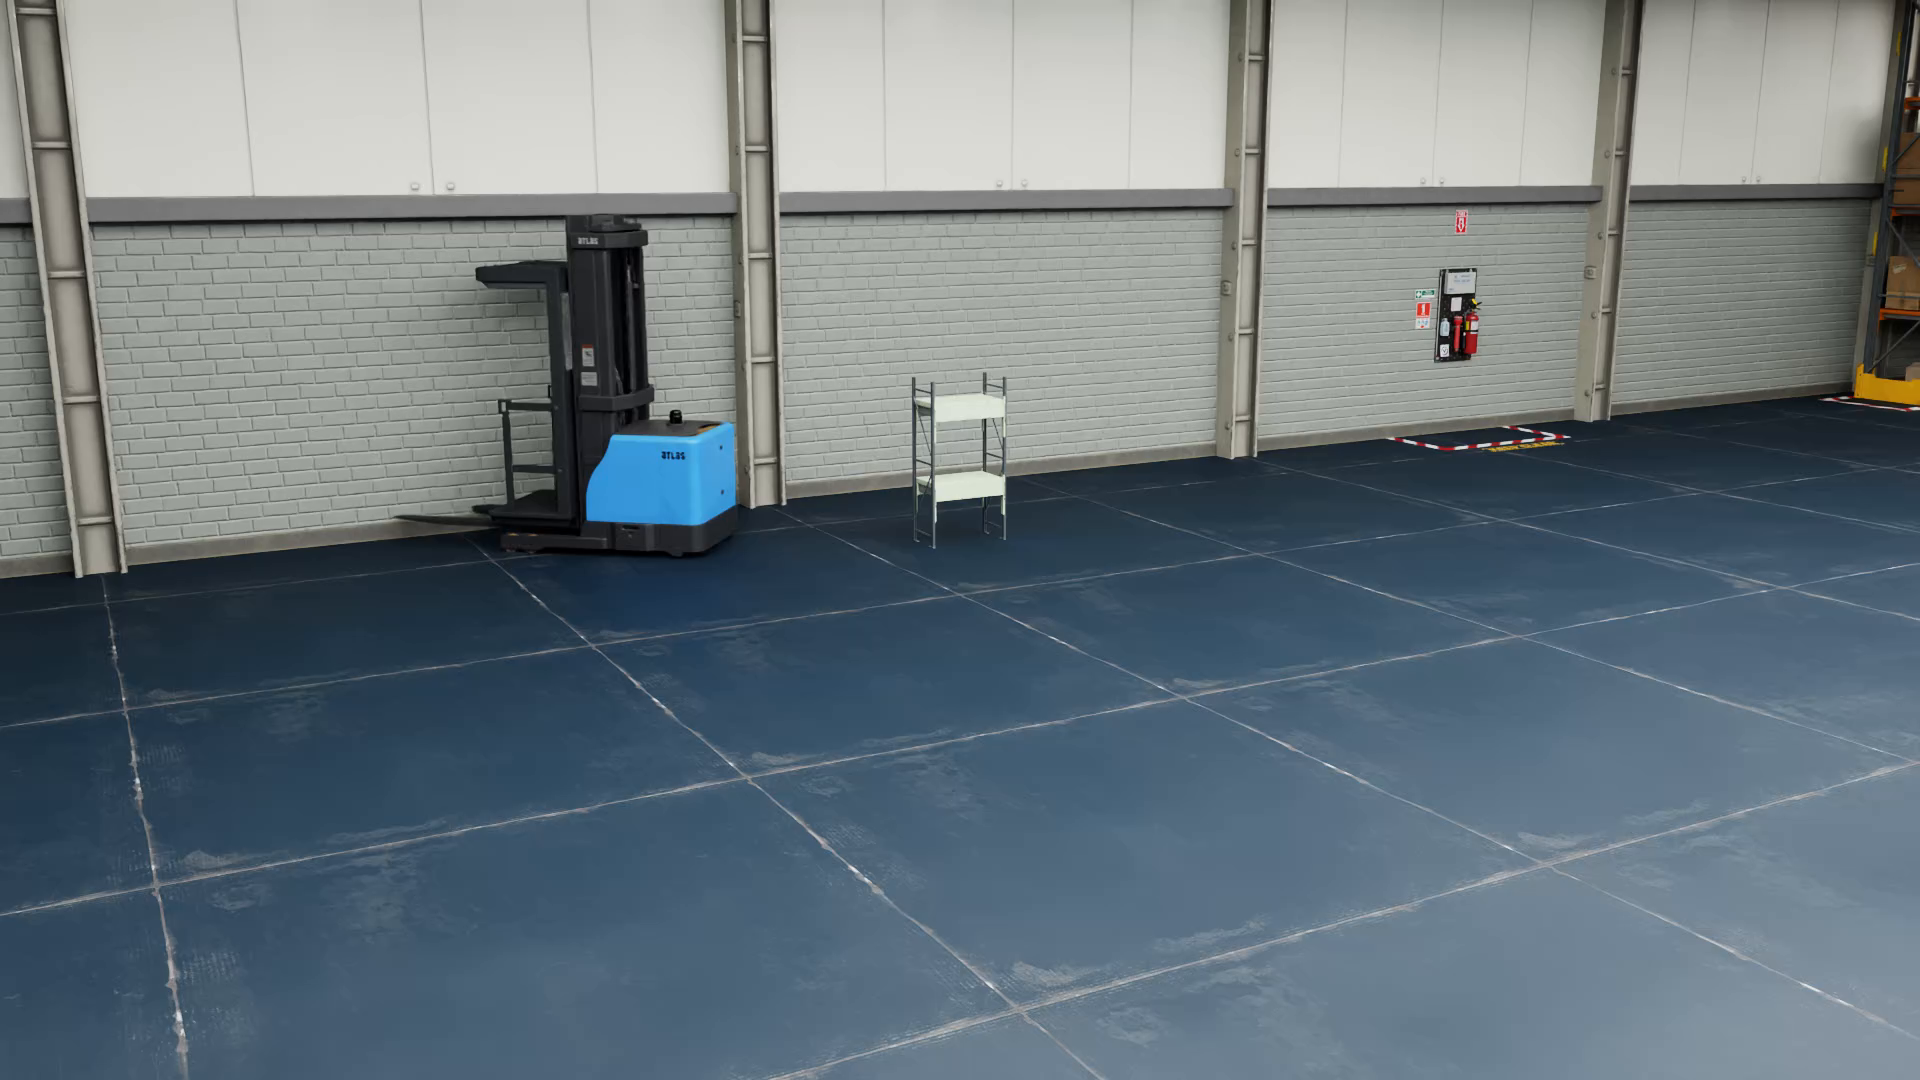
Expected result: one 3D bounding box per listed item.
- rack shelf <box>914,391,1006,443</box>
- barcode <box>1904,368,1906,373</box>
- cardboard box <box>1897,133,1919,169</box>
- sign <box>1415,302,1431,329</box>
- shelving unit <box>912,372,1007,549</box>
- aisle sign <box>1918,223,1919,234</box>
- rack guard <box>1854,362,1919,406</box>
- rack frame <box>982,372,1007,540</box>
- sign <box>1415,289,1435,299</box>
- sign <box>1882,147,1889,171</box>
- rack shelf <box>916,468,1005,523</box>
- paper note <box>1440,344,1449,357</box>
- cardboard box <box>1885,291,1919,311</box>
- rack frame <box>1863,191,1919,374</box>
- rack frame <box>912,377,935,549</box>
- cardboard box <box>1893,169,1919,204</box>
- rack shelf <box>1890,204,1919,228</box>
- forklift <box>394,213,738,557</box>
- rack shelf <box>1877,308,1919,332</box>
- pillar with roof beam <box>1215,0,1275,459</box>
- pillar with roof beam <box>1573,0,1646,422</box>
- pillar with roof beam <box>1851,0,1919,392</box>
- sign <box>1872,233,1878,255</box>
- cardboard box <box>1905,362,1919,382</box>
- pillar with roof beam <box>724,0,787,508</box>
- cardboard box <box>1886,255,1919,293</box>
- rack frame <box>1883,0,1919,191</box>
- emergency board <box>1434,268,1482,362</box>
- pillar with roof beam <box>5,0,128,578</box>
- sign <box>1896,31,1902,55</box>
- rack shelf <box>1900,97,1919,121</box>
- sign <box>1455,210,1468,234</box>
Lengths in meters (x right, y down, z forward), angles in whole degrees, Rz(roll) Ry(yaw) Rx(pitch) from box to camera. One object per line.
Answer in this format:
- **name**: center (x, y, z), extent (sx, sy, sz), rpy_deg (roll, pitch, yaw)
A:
- **rack shelf**: center (-0.006, -1.112, 14.996), extent (0.720, 0.370, 0.431), rpy_deg (-7, 14, -28)
- **barcode**: center (14.073, -2.524, 24.735), extent (0.075, 0.075, 0.001), rpy_deg (-7, 14, -28)
- **cardboard box**: center (13.851, -5.588, 23.865), extent (0.500, 0.500, 0.500), rpy_deg (-6, 14, -25)
- **sign**: center (5.810, -2.818, 20.859), extent (0.234, 0.329, 0.001), rpy_deg (-7, 14, -28)
- **shelving unit**: center (-0.006, -0.731, 15.082), extent (0.755, 1.500, 0.431), rpy_deg (-7, 14, -28)
- **aisle sign**: center (13.679, -4.685, 23.316), extent (0.004, 0.787, 0.394), rpy_deg (-7, 14, -28)
- **rack guard**: center (13.665, -2.271, 24.202), extent (0.348, 0.500, 1.175), rpy_deg (-7, 14, -28)
- **rack frame**: center (0.315, -0.769, 15.253), extent (0.023, 1.500, 0.400), rpy_deg (-7, 14, -28)
- **sign**: center (5.818, -3.075, 20.795), extent (0.331, 0.109, 0.001), rpy_deg (-7, 14, -28)
- **sign**: center (13.350, -5.487, 23.950), extent (0.005, 0.325, 0.100), rpy_deg (-7, 14, -28)
- **rack shelf**: center (-0.006, -0.413, 15.154), extent (0.720, 0.370, 0.431), rpy_deg (-7, 14, -28)
- **paper note**: center (6.156, -2.404, 21.106), extent (0.142, 0.148, 0.016), rpy_deg (-7, 14, -28)
- **cardboard box**: center (13.916, -3.506, 24.291), extent (0.500, 0.250, 0.500), rpy_deg (-7, 14, -27)
- **rack frame**: center (13.598, -3.482, 23.892), extent (0.127, 3.000, 1.000), rpy_deg (-7, 14, -28)
- **rack frame**: center (-0.327, -0.692, 14.911), extent (0.023, 1.500, 0.400), rpy_deg (-7, 14, -28)
- **cardboard box**: center (13.843, -5.097, 23.961), extent (0.500, 0.500, 0.500), rpy_deg (-6, 14, -24)
- **rack shelf**: center (15.354, -4.805, 24.577), extent (4.000, 0.370, 1.077), rpy_deg (-7, 14, -28)
- **forklift**: center (-3.614, -1.426, 14.909), extent (3.031, 2.935, 1.130), rpy_deg (3, 13, 11)
- **rack shelf**: center (15.354, -3.342, 24.906), extent (4.000, 0.370, 1.077), rpy_deg (-7, 14, -28)
- **pillar with roof beam**: center (5.328, -4.557, 15.005), extent (0.400, 9.000, 9.100), rpy_deg (-7, 14, -28)
- **pillar with roof beam**: center (10.594, -5.189, 17.810), extent (0.400, 9.000, 9.100), rpy_deg (-7, 14, -28)
- **pillar with roof beam**: center (15.861, -5.820, 20.615), extent (0.400, 9.000, 9.100), rpy_deg (-7, 14, -28)
- **sign**: center (13.350, -4.311, 24.215), extent (0.005, 0.325, 0.100), rpy_deg (-7, 14, -28)
- **cardboard box**: center (14.249, -2.441, 24.385), extent (0.500, 0.311, 0.500), rpy_deg (-9, 15, -34)
- **pillar with roof beam**: center (0.062, -3.926, 12.201), extent (0.400, 9.000, 9.100), rpy_deg (-7, 14, -28)
- **cardboard box**: center (13.910, -3.875, 24.226), extent (0.500, 0.500, 0.500), rpy_deg (-7, 14, -28)
- **rack frame**: center (13.598, -6.409, 23.233), extent (0.127, 3.000, 1.000), rpy_deg (-7, 14, -28)
- **emergency board**: center (6.344, -2.839, 21.033), extent (0.643, 1.169, 0.194), rpy_deg (-7, 14, -28)
- **pillar with roof beam**: center (-5.205, -3.295, 9.396), extent (0.400, 9.000, 9.100), rpy_deg (-7, 14, -28)
- **sign**: center (13.350, -7.051, 23.598), extent (0.005, 0.325, 0.100), rpy_deg (-7, 14, -28)
- **rack shelf**: center (15.354, -6.267, 24.248), extent (4.000, 0.370, 1.077), rpy_deg (-7, 14, -28)
- **sign**: center (6.290, -3.988, 20.860), extent (0.199, 0.298, 0.001), rpy_deg (-7, 14, -28)
